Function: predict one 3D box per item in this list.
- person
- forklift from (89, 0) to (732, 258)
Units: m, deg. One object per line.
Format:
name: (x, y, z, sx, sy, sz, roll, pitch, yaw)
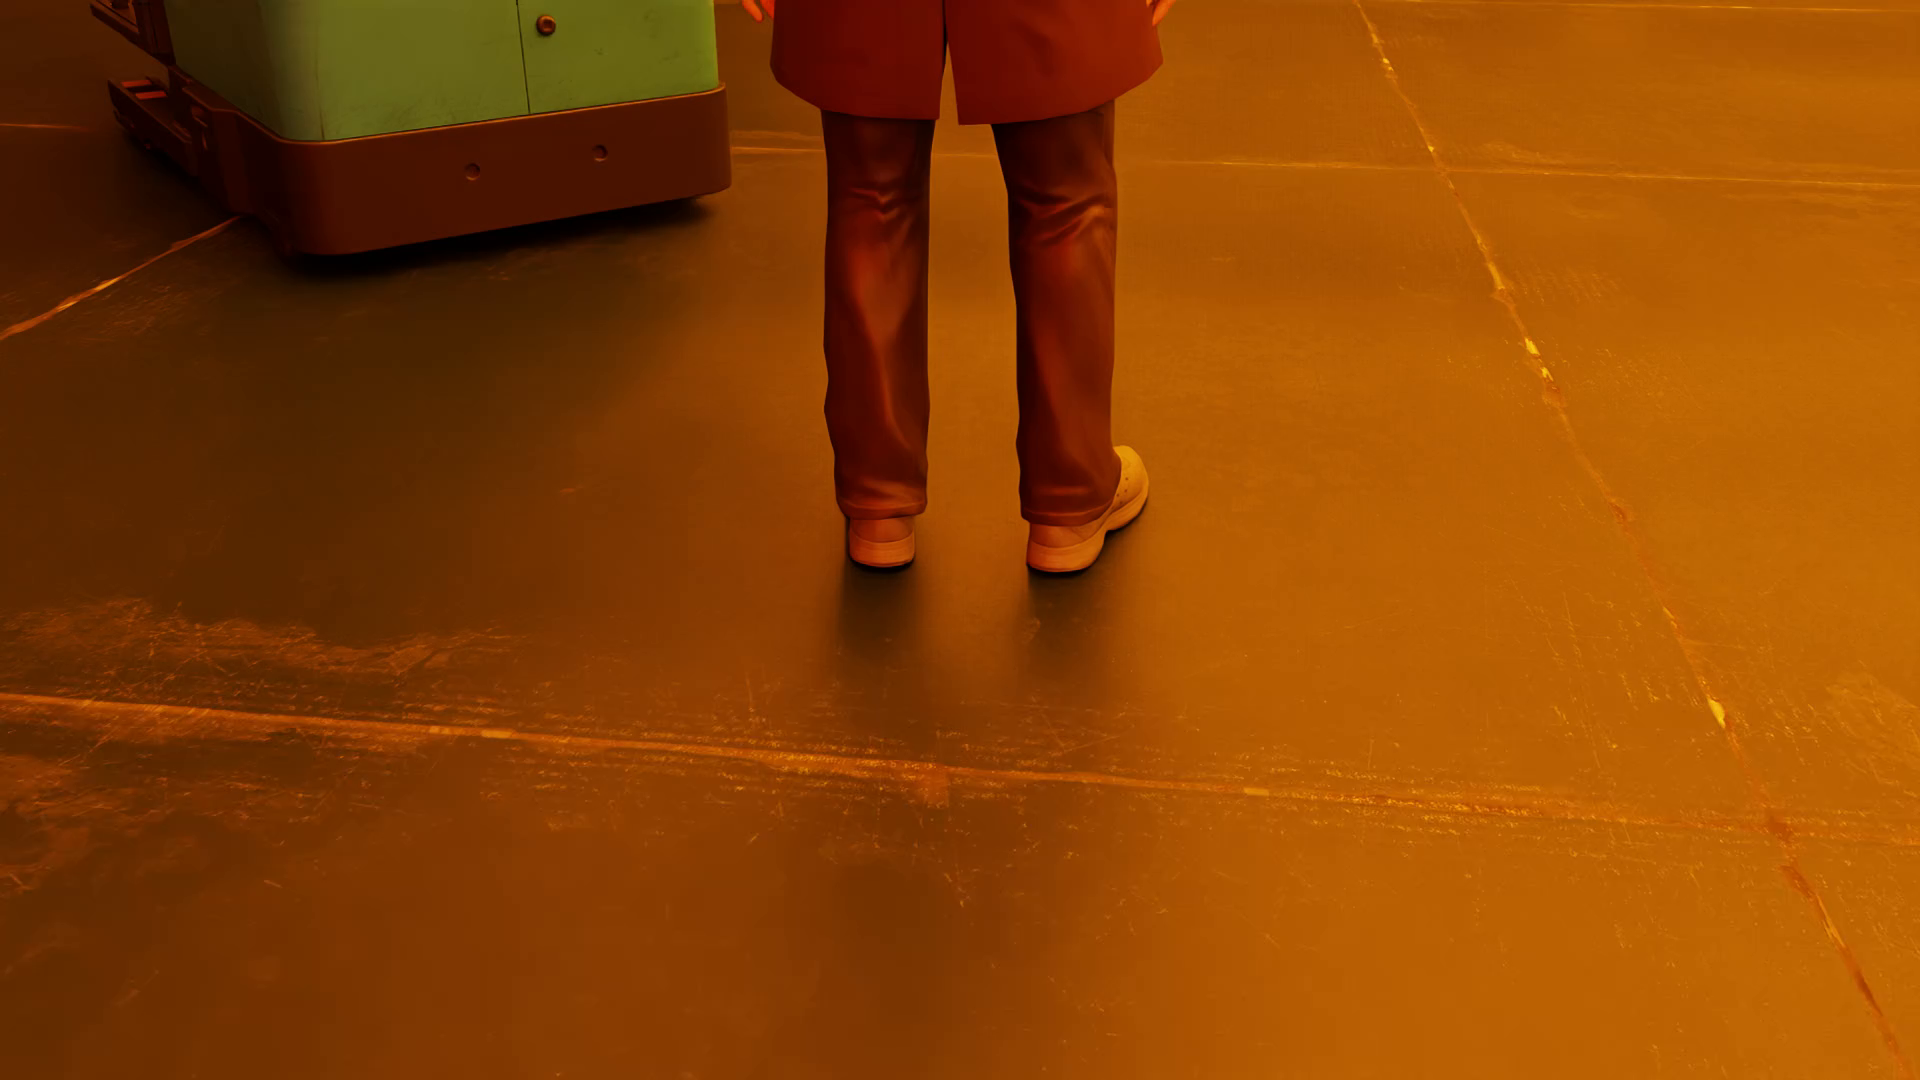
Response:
person: (-0.005, -0.808, 2.133, 0.644, 1.773, 0.431, 3, 27, 5)
forklift: (-1.820, -2.525, 4.278, 1.130, 2.935, 3.031, -17, 31, -31)
